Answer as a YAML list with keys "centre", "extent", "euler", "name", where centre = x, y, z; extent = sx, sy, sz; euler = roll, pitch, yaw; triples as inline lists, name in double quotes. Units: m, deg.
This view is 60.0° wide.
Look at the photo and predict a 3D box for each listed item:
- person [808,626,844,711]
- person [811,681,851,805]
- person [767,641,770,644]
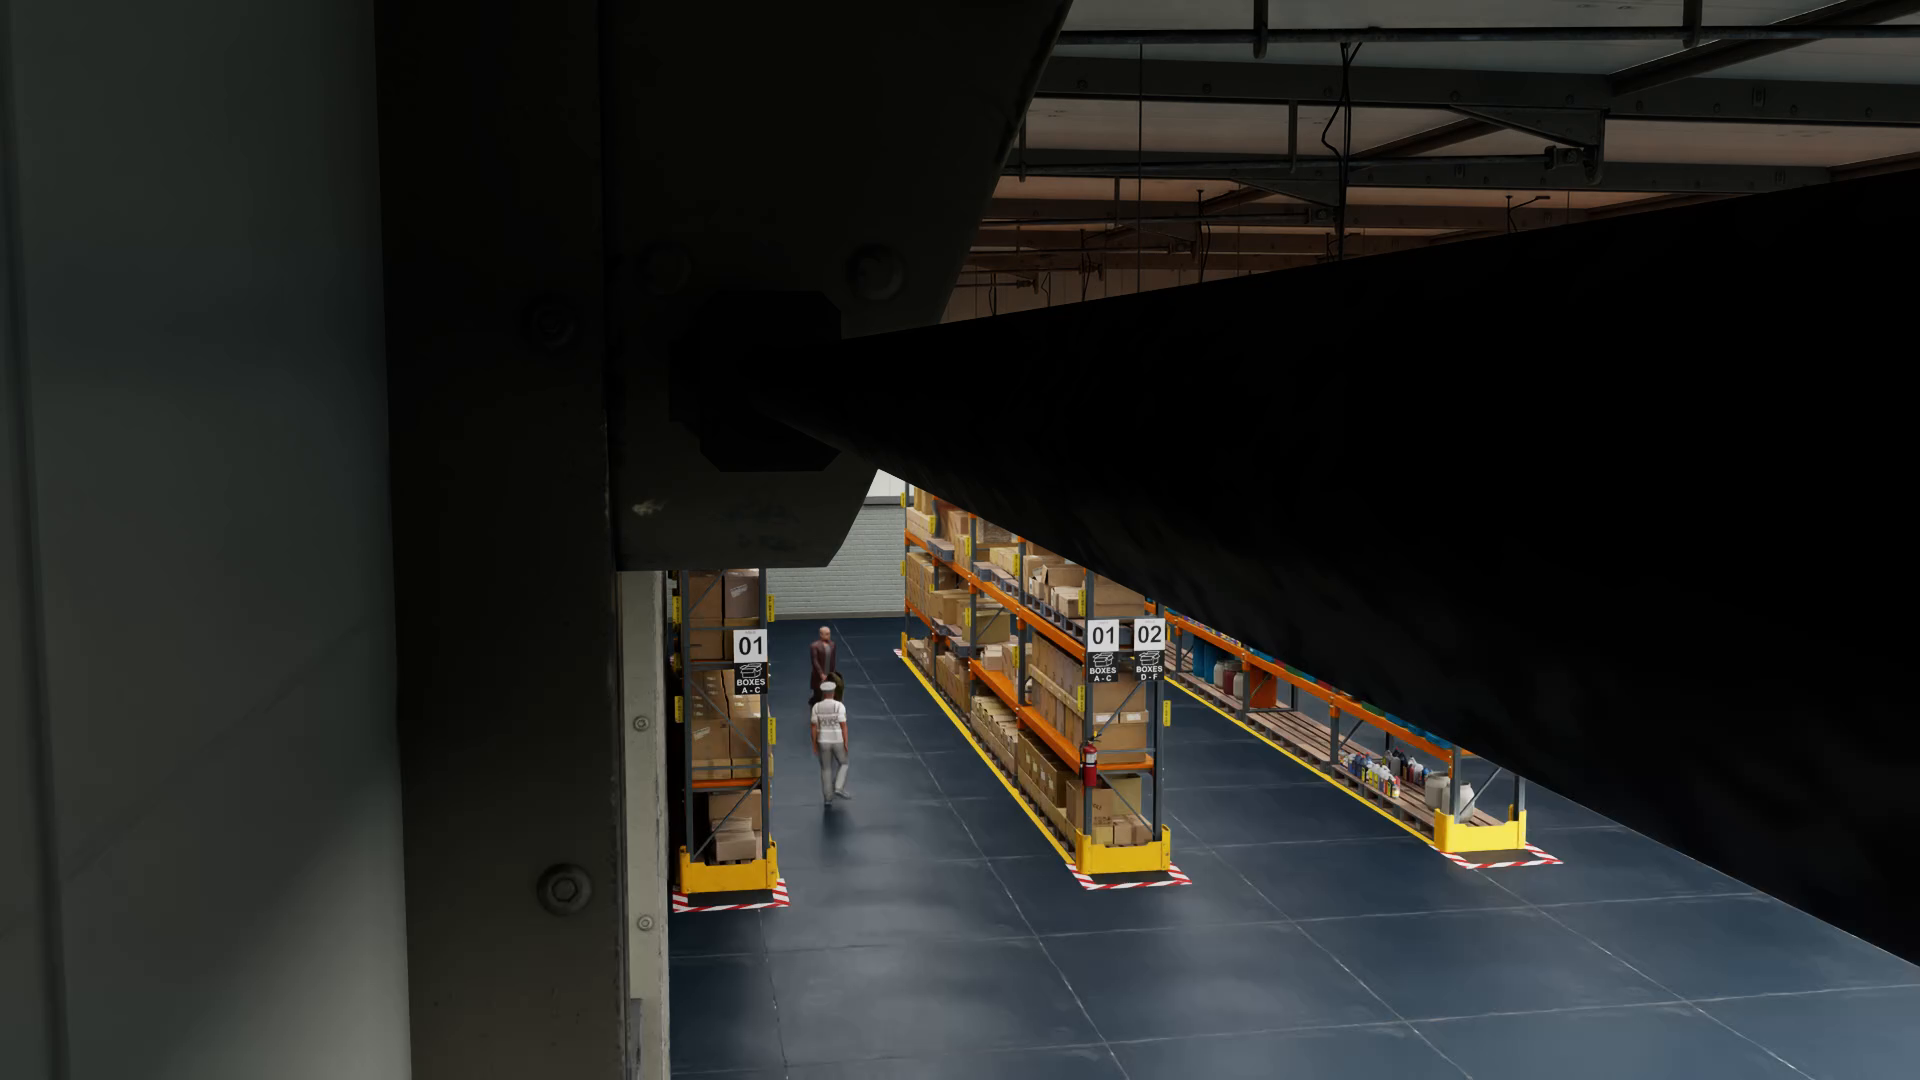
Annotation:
- centre: [-2.349, 2.294, 29.129]
  extent: [0.550, 1.549, 1.145]
  euler: [-3, 7, -28]
  name: "person"
- centre: [-1.876, 2.944, 24.148]
  extent: [0.586, 1.757, 0.484]
  euler: [0, 6, 4]
  name: "person"
- centre: [-4.830, 1.593, 37.916]
  extent: [1.032, 1.604, 0.435]
  euler: [0, 6, 0]
  name: "person"
